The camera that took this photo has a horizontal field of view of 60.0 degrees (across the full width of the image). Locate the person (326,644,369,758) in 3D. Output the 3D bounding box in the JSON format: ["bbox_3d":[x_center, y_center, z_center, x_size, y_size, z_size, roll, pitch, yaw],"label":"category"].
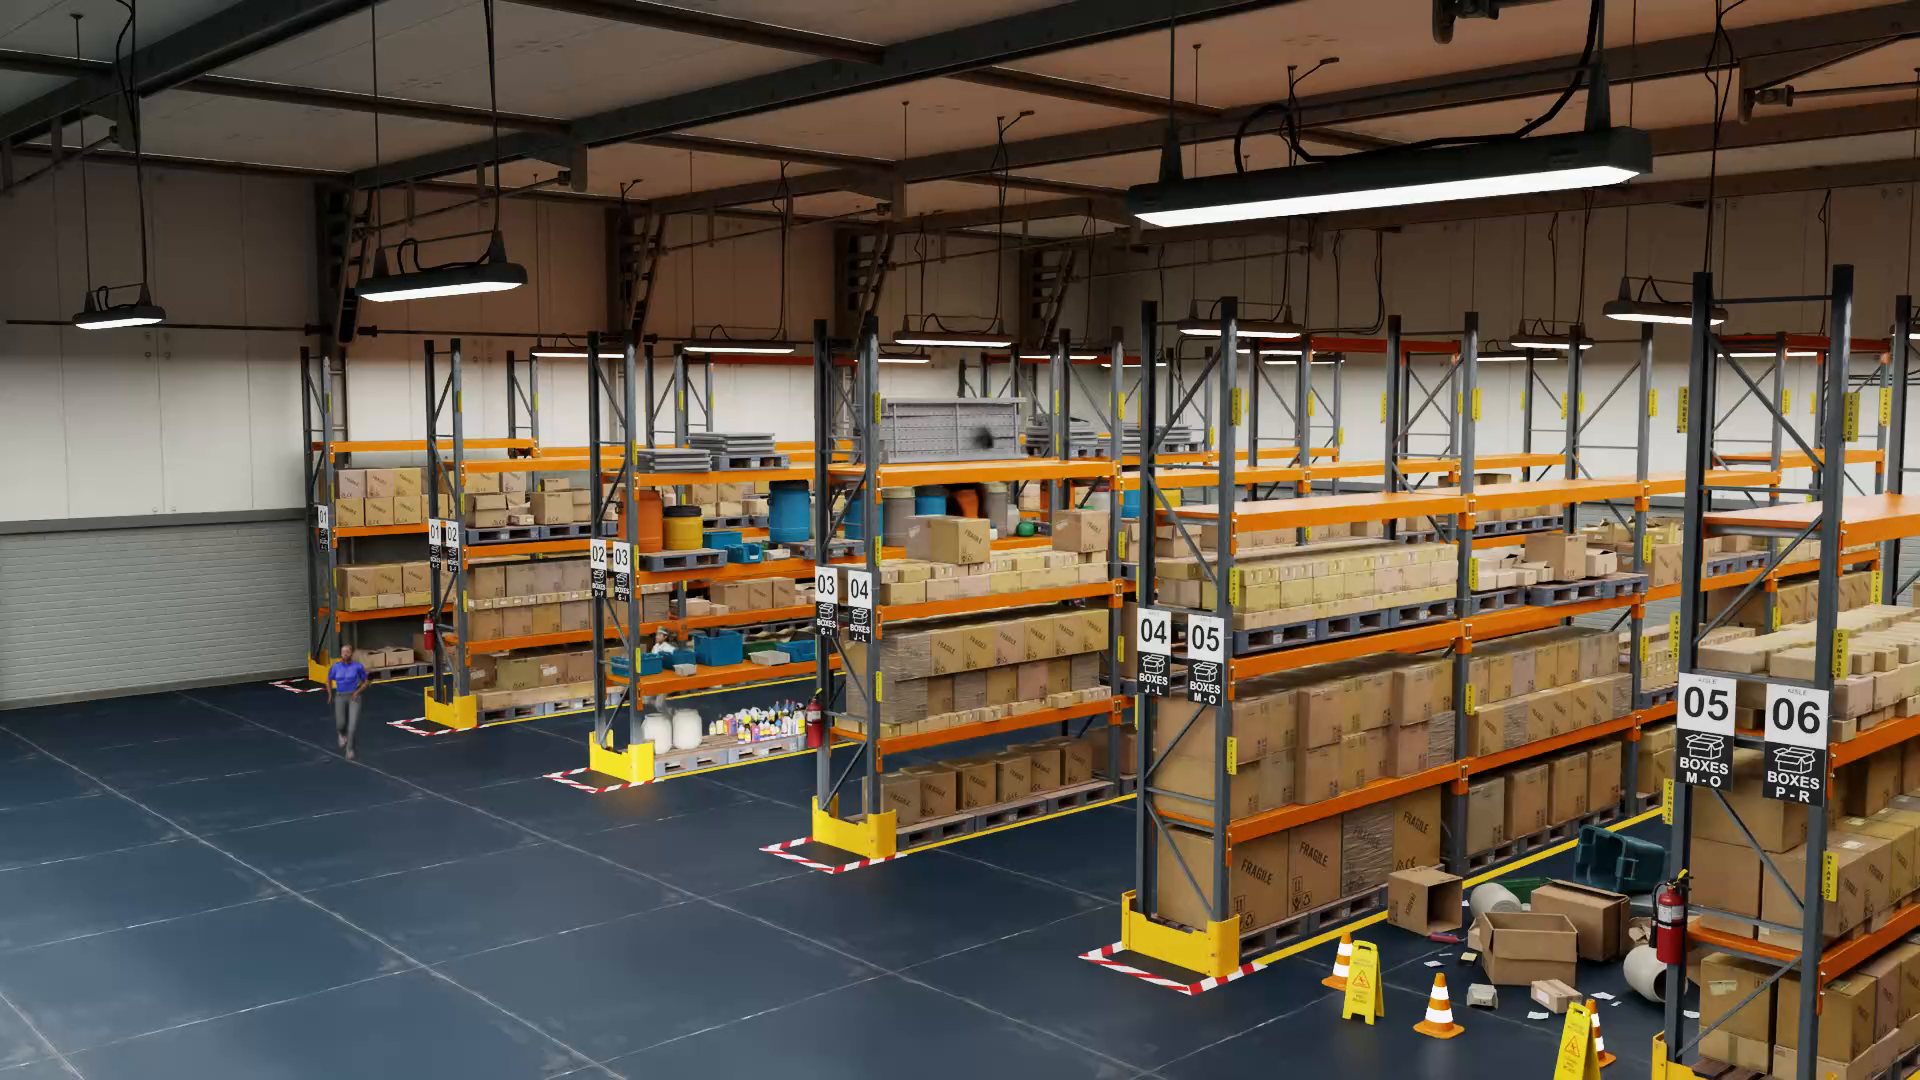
[{"bbox_3d":[-8.716,2.293,23.667,0.582,1.614,0.555,-2,5,-17],"label":"person"}]

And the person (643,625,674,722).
[{"bbox_3d":[-4.550,2.114,25.239,0.490,1.658,0.678,-5,7,-43],"label":"person"}]

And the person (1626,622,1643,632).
[{"bbox_3d":[10.180,2.075,25.007,0.988,1.789,0.669,-5,7,-42],"label":"person"}]
